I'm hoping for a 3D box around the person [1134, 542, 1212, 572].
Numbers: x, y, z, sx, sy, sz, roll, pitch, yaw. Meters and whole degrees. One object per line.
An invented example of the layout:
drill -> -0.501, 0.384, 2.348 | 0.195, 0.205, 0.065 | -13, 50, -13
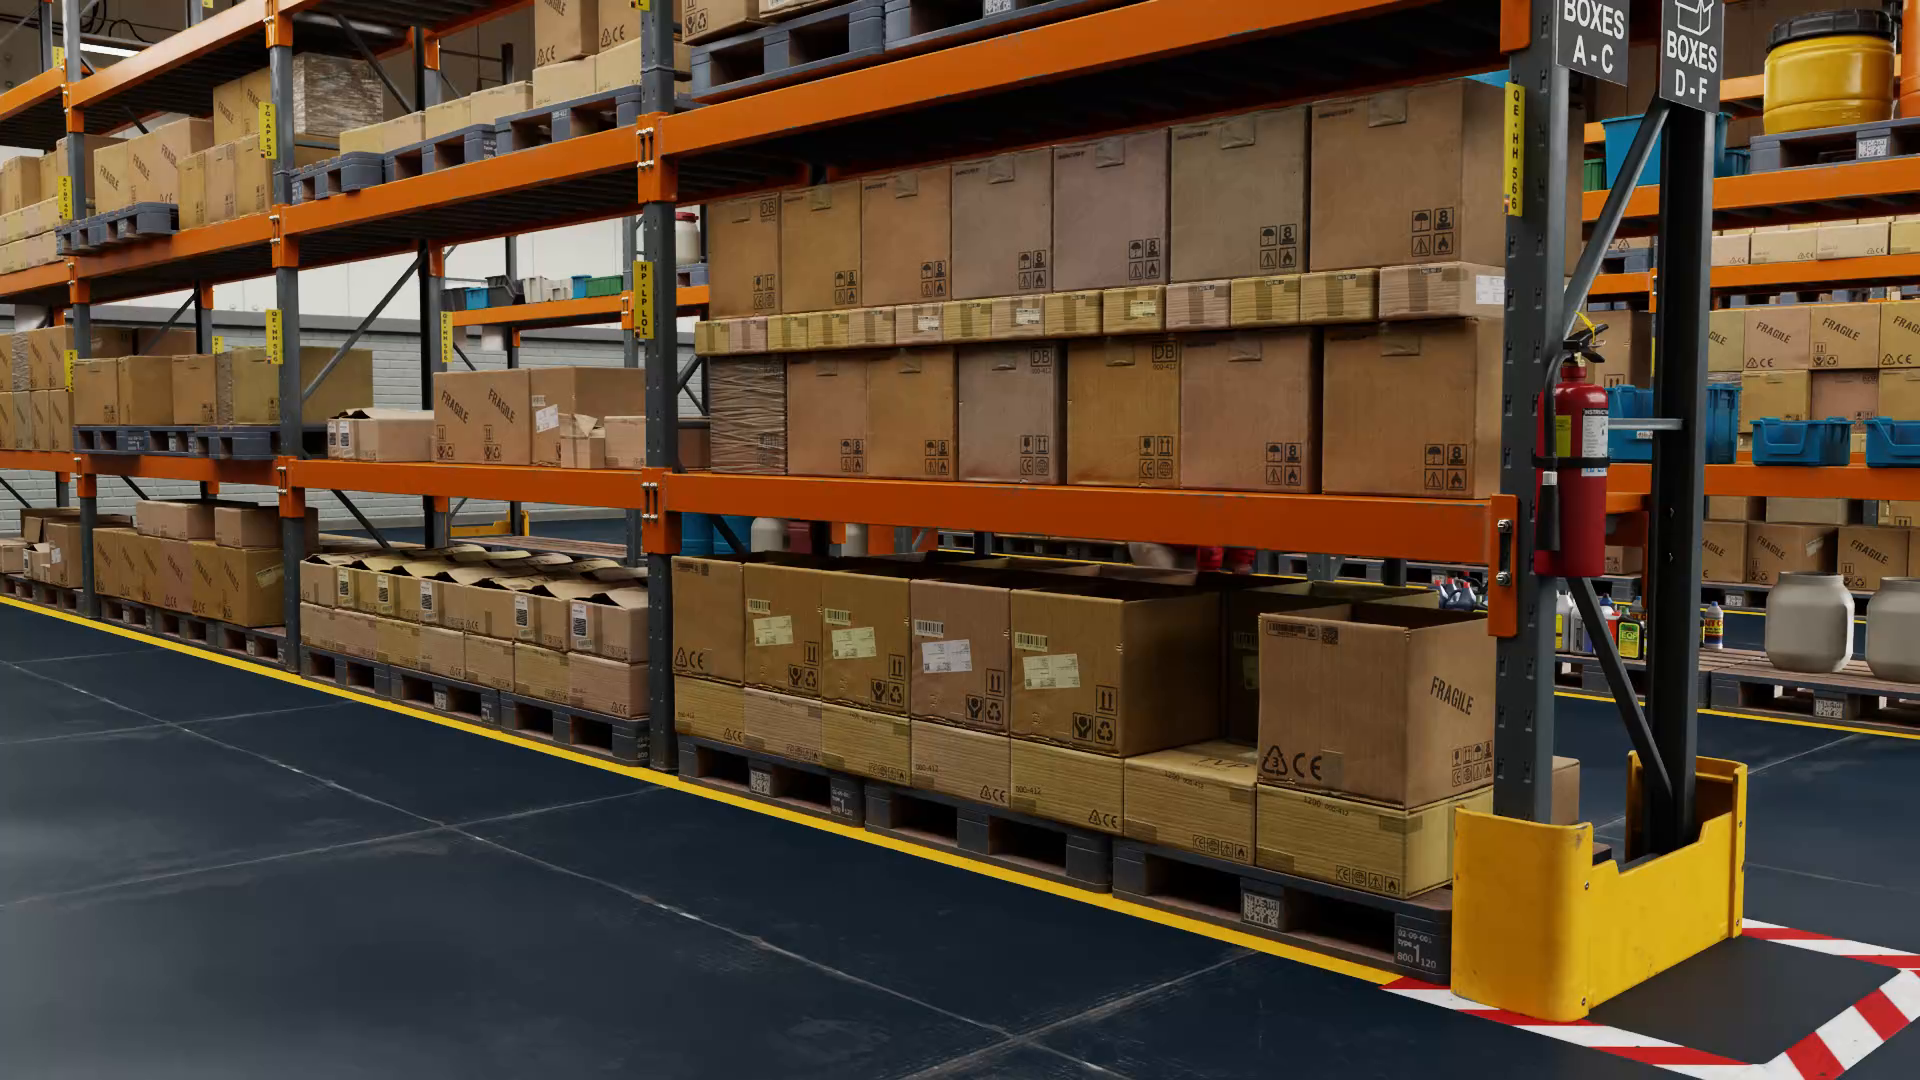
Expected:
person -> 1.282, 0.009, 9.387 | 0.486, 1.721, 0.560 | -4, 5, -45
